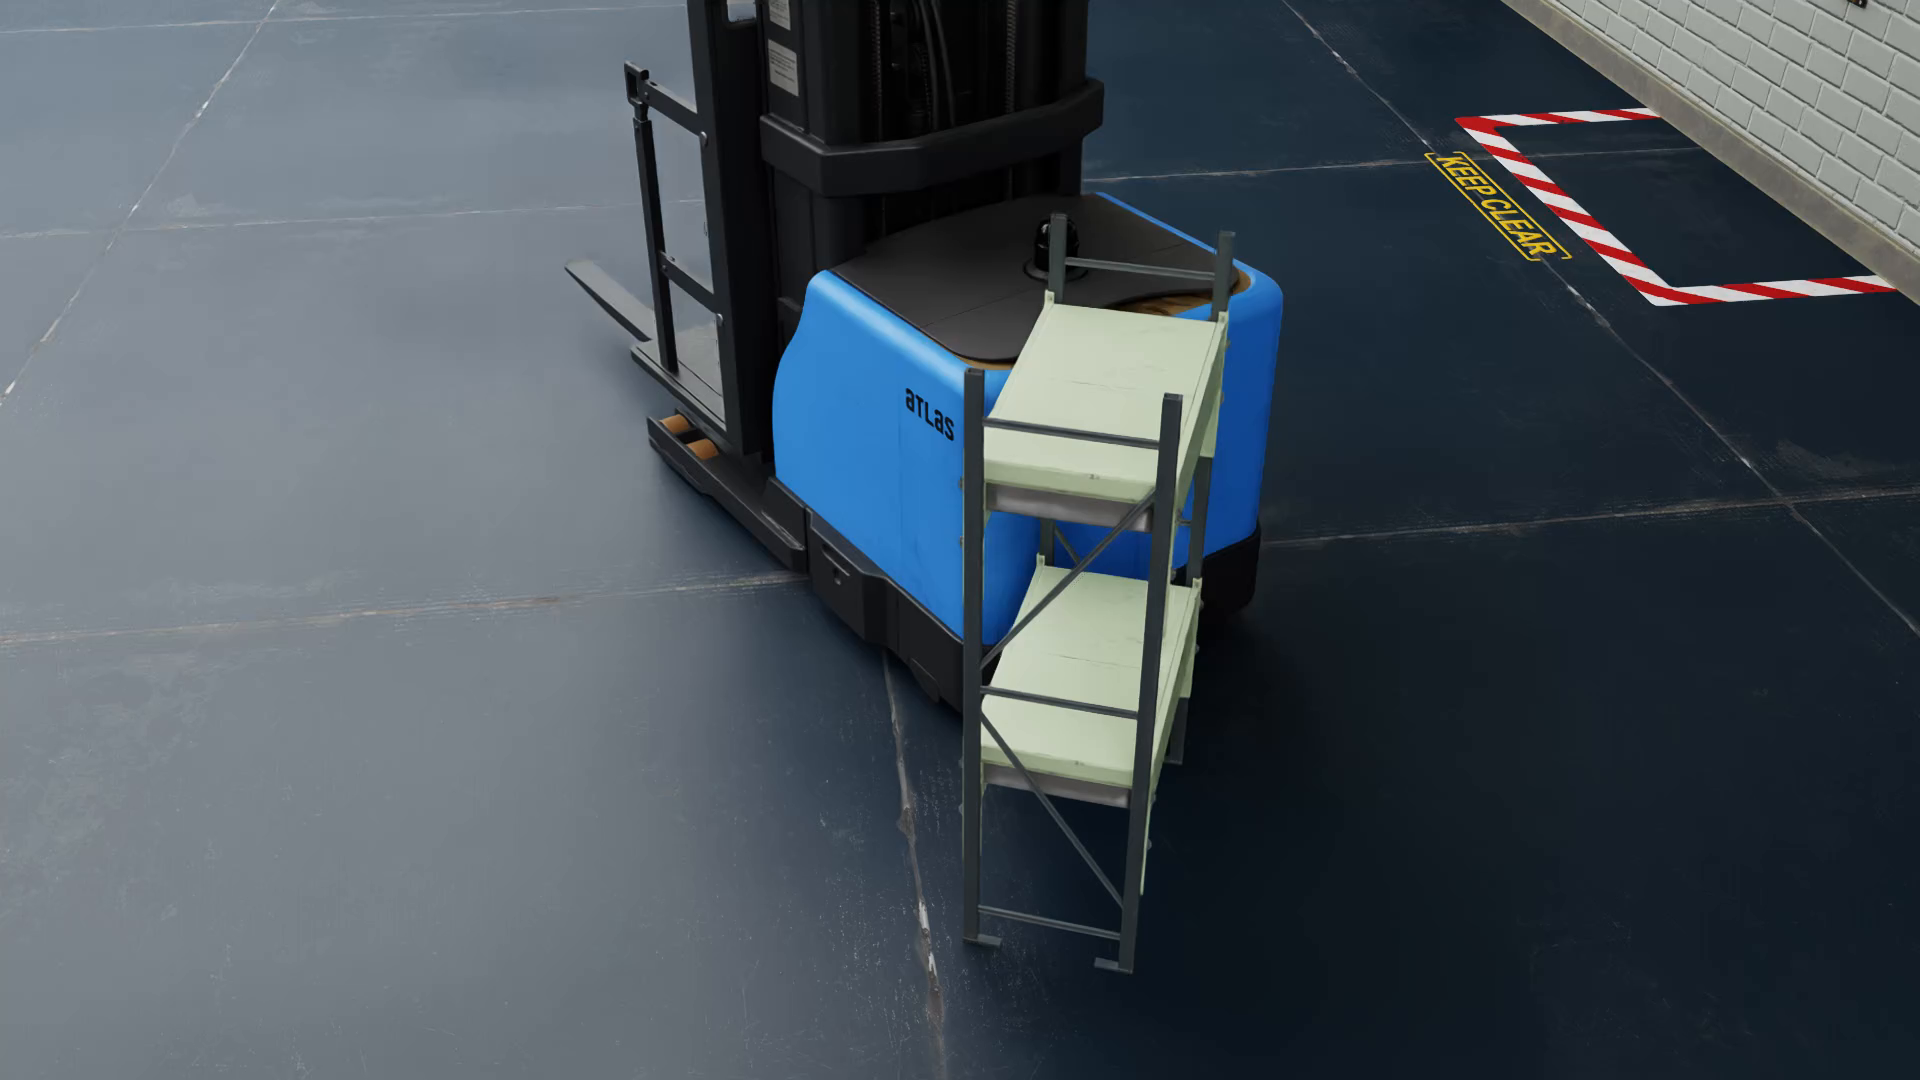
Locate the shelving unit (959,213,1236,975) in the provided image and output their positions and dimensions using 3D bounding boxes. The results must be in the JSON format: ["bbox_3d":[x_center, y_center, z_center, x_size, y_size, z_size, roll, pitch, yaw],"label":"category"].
[{"bbox_3d":[0.298,0.138,3.715,0.431,1.500,0.755,9,35,12],"label":"shelving unit"}]

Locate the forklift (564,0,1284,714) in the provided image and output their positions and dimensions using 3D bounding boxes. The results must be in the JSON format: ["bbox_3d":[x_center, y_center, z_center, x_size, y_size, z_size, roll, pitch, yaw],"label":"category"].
[{"bbox_3d":[-0.392,-1.516,4.872,1.130,2.935,3.031,-22,40,-28],"label":"forklift"}]

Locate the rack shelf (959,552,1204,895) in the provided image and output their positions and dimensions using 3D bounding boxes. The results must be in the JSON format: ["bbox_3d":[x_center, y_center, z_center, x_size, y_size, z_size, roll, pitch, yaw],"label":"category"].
[{"bbox_3d":[0.298,0.408,3.899,0.431,0.370,0.720,9,35,12],"label":"rack shelf"}]

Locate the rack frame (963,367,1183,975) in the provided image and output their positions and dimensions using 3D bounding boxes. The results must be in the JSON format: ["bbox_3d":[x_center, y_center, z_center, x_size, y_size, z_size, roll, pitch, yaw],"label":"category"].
[{"bbox_3d":[0.203,0.337,3.423,0.400,1.500,0.023,9,35,12],"label":"rack frame"}]

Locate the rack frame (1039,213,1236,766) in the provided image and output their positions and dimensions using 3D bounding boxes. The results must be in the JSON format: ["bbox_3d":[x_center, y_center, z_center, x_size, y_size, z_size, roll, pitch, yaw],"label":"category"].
[{"bbox_3d":[0.393,-0.061,4.007,0.400,1.500,0.023,9,35,12],"label":"rack frame"}]

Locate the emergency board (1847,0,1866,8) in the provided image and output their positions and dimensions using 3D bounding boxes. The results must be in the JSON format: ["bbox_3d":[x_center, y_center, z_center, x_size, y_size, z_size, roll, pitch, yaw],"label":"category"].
[{"bbox_3d":[3.594,-2.841,6.755,0.157,1.169,0.626,-4,35,-6],"label":"emergency board"}]

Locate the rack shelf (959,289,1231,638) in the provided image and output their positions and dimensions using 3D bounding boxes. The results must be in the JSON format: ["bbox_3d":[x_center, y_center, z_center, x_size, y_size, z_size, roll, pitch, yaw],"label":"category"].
[{"bbox_3d":[0.298,-0.184,3.495,0.431,0.370,0.720,9,35,12],"label":"rack shelf"}]
